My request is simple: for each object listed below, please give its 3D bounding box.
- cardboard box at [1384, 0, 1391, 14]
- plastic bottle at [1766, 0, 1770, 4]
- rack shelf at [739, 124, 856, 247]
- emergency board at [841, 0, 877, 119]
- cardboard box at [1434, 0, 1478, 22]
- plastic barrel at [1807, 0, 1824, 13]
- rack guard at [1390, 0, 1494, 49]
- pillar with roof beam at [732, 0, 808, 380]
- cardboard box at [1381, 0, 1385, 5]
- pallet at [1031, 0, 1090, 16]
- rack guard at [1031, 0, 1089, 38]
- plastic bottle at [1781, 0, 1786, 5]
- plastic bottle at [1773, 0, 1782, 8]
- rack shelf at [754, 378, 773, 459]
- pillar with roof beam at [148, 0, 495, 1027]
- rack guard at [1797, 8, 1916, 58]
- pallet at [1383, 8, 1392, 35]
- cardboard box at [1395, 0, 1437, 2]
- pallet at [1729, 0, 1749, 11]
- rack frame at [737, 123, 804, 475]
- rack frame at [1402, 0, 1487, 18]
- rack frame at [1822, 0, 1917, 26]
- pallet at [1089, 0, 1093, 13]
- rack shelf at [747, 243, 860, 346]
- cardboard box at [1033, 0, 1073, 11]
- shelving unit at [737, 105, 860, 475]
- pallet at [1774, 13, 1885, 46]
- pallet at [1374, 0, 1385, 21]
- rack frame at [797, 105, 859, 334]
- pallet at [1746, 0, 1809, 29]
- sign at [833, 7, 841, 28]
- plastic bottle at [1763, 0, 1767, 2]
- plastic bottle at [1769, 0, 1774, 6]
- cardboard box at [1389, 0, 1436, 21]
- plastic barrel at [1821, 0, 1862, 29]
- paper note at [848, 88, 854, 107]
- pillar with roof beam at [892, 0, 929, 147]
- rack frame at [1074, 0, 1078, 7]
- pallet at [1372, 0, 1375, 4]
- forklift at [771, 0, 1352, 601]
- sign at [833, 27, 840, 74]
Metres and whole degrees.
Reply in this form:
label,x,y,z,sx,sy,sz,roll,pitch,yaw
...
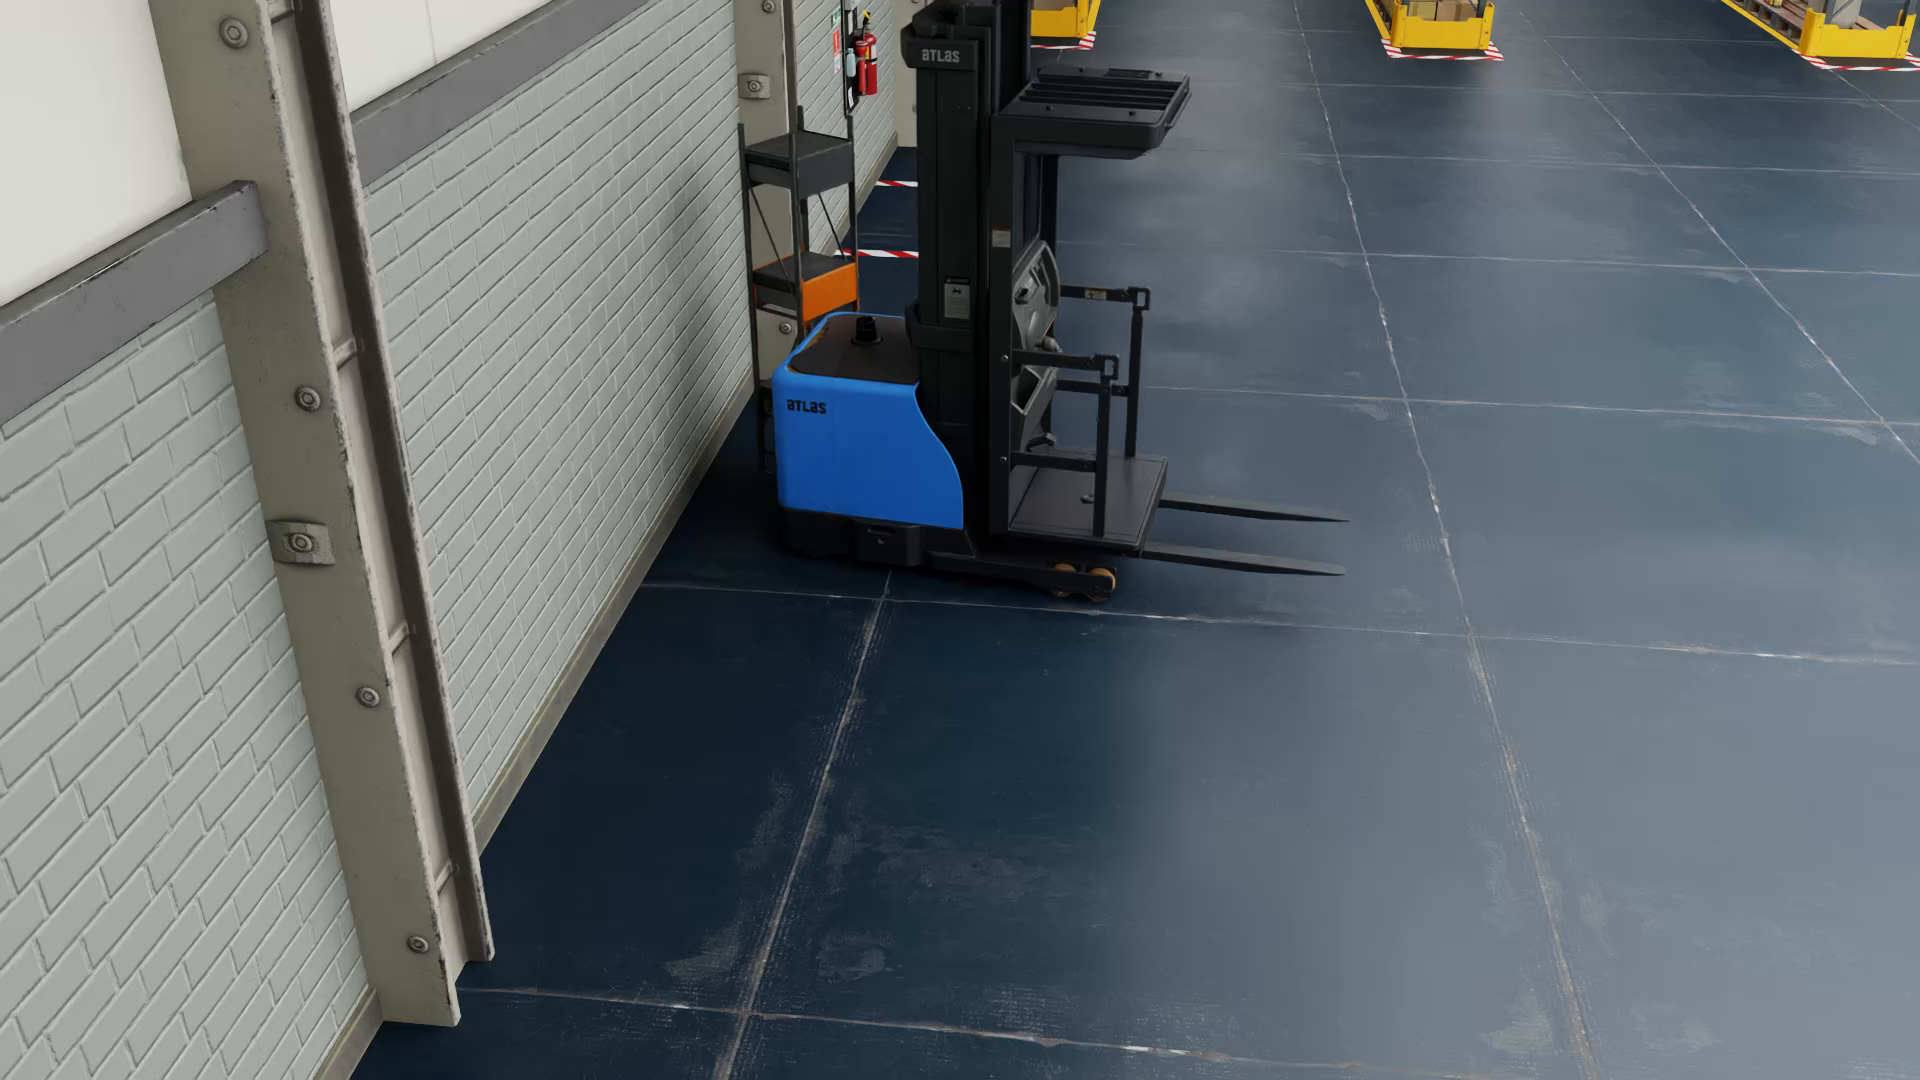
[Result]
label,x,y,z,sx,sy,sz,roll,pitch,yaw
cardboard box,5.769,-6.955,21.454,0.500,0.250,0.500,3,28,6
plastic bottle,10.711,-7.187,21.836,0.152,0.276,0.135,4,29,7
rack shelf,-0.898,-1.981,9.265,0.431,0.518,0.480,19,34,32
emergency board,-0.818,-4.156,13.801,0.194,1.169,0.643,3,28,6
cardboard box,6.234,-6.689,20.960,0.500,0.250,0.500,3,28,6
plastic barrel,10.929,-6.825,20.937,0.421,0.512,0.421,0,28,0
rack guard,5.945,-6.363,20.534,1.175,0.500,0.348,3,28,6
pillar with roof beam,3.060,-4.883,8.827,9.100,9.000,0.400,3,28,6
cardboard box,5.829,-7.191,21.891,0.500,0.250,0.500,3,28,6
pallet,1.175,-6.950,21.927,1.003,0.211,1.213,3,28,6
rack guard,1.040,-6.697,21.153,1.175,0.500,0.348,3,28,6
plastic bottle,10.817,-7.184,21.823,0.061,0.283,0.133,3,28,6
plastic bottle,10.653,-7.037,21.636,0.097,0.201,0.097,0,28,0
rack shelf,-0.898,-0.748,9.929,0.431,0.518,0.480,19,34,32
pillar with roof beam,2.325,-2.059,3.584,9.100,9.000,0.400,3,28,6
rack guard,10.826,-6.124,20.089,1.175,0.500,0.348,3,28,6
pallet,6.000,-6.610,21.297,1.003,0.211,1.213,3,28,6
cardboard box,5.718,-7.049,20.838,0.500,0.500,0.500,3,28,6
pallet,11.230,-7.527,22.999,1.003,0.211,1.213,3,28,6
rack frame,-1.043,-1.283,9.418,0.400,2.100,0.015,19,34,32
rack frame,5.948,-7.475,19.963,1.000,3.000,0.127,3,28,6
rack frame,10.863,-7.186,19.425,1.000,3.000,0.127,3,28,6
pallet,1.327,-7.522,22.990,1.003,0.211,1.213,3,28,6
rack shelf,-0.898,-1.364,9.597,0.431,0.518,0.480,19,34,32
cardboard box,1.205,-7.092,21.622,0.500,0.311,0.500,0,28,0
shelving unit,-0.898,-1.376,9.591,0.431,2.100,0.503,19,34,32
pallet,10.931,-6.378,20.867,1.003,0.211,1.213,3,28,6
pallet,6.152,-7.183,22.360,1.003,0.211,1.213,3,28,6
rack frame,-0.753,-1.469,9.764,0.400,2.100,0.015,19,34,32
pallet,11.083,-6.951,21.930,1.003,0.211,1.213,3,28,6
sign,-0.978,-4.152,13.198,0.001,0.109,0.331,3,28,6
plastic bottle,10.728,-7.252,21.957,0.152,0.276,0.135,3,28,5
plastic bottle,10.649,-7.129,21.721,0.061,0.283,0.133,4,29,7
cardboard box,5.720,-6.719,21.016,0.500,0.250,0.500,3,28,6
plastic barrel,10.868,-6.589,20.499,0.421,0.512,0.421,0,28,0
paper note,-0.908,-3.689,13.863,0.016,0.148,0.142,3,28,6
pillar with roof beam,3.795,-7.708,14.069,9.100,9.000,0.400,3,28,6
rack frame,1.031,-7.761,20.494,1.000,3.000,0.127,3,28,6
pallet,6.299,-7.759,23.429,1.003,0.211,1.213,3,28,6
forklift,0.579,-1.253,8.485,3.031,2.935,1.130,7,29,13
sign,-0.988,-3.917,13.321,0.001,0.329,0.234,3,28,6
